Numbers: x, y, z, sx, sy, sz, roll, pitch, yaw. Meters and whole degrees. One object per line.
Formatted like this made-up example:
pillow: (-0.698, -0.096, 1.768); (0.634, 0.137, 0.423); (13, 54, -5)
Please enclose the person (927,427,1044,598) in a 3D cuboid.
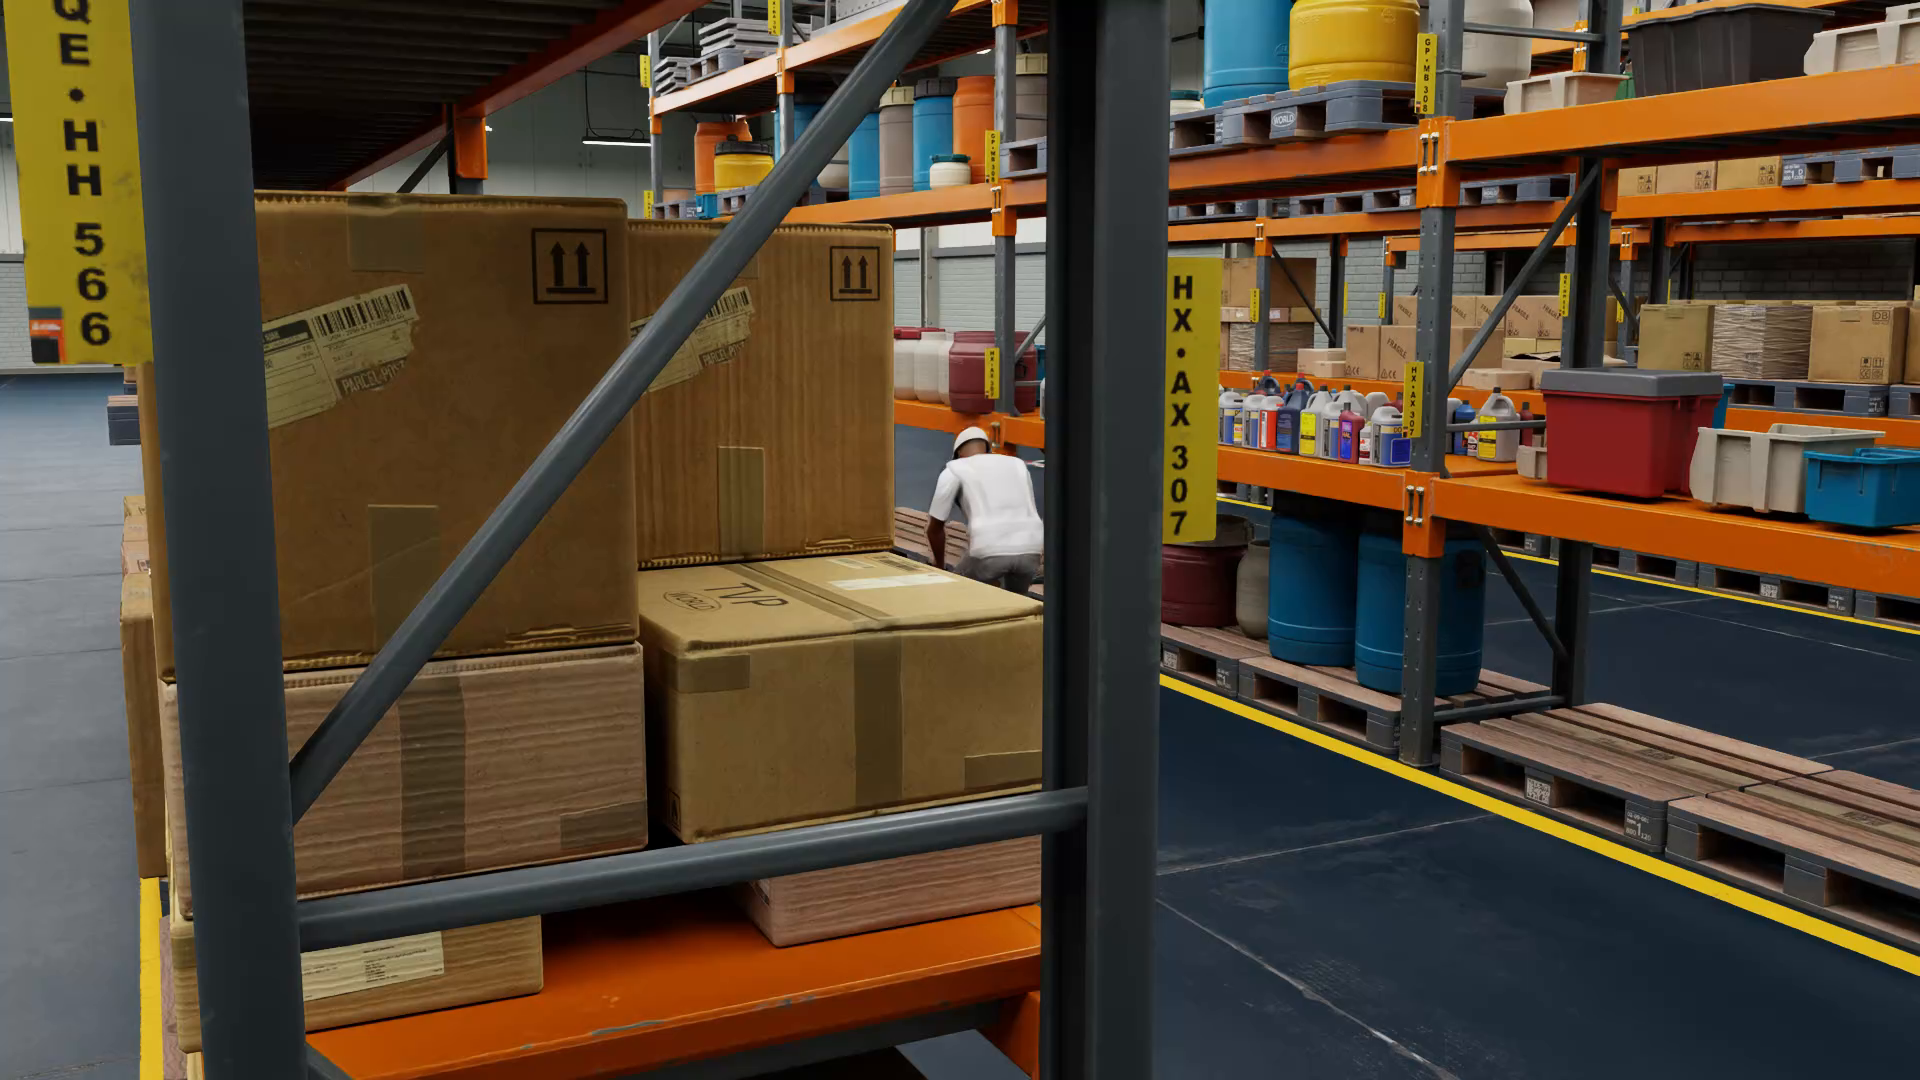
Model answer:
person: (0.152, 0.058, 9.305); (0.631, 1.346, 0.790); (-2, 9, -16)
